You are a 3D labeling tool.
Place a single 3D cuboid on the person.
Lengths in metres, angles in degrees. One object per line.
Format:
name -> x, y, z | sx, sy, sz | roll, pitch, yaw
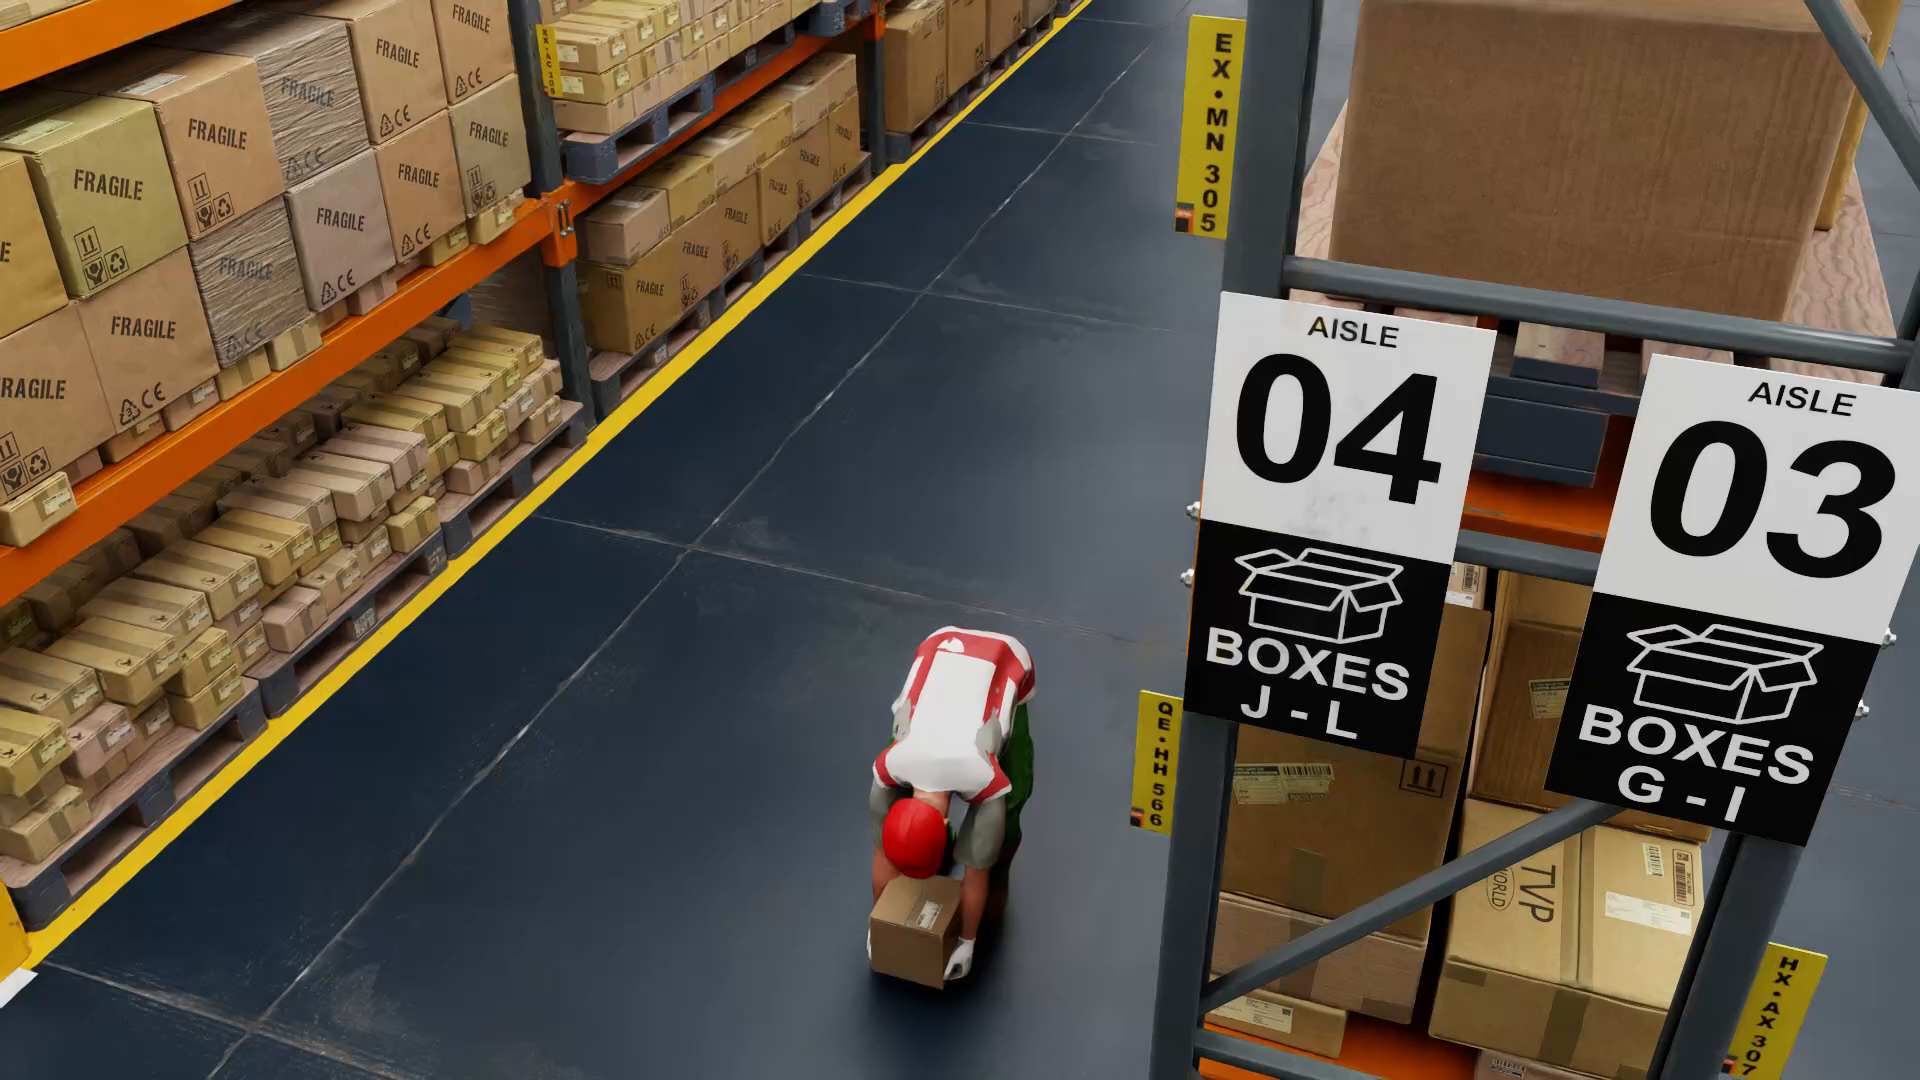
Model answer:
person -> 4.939, -1.315, 8.867 | 7.682, 0.997, 11.568 | 9, 34, 14
